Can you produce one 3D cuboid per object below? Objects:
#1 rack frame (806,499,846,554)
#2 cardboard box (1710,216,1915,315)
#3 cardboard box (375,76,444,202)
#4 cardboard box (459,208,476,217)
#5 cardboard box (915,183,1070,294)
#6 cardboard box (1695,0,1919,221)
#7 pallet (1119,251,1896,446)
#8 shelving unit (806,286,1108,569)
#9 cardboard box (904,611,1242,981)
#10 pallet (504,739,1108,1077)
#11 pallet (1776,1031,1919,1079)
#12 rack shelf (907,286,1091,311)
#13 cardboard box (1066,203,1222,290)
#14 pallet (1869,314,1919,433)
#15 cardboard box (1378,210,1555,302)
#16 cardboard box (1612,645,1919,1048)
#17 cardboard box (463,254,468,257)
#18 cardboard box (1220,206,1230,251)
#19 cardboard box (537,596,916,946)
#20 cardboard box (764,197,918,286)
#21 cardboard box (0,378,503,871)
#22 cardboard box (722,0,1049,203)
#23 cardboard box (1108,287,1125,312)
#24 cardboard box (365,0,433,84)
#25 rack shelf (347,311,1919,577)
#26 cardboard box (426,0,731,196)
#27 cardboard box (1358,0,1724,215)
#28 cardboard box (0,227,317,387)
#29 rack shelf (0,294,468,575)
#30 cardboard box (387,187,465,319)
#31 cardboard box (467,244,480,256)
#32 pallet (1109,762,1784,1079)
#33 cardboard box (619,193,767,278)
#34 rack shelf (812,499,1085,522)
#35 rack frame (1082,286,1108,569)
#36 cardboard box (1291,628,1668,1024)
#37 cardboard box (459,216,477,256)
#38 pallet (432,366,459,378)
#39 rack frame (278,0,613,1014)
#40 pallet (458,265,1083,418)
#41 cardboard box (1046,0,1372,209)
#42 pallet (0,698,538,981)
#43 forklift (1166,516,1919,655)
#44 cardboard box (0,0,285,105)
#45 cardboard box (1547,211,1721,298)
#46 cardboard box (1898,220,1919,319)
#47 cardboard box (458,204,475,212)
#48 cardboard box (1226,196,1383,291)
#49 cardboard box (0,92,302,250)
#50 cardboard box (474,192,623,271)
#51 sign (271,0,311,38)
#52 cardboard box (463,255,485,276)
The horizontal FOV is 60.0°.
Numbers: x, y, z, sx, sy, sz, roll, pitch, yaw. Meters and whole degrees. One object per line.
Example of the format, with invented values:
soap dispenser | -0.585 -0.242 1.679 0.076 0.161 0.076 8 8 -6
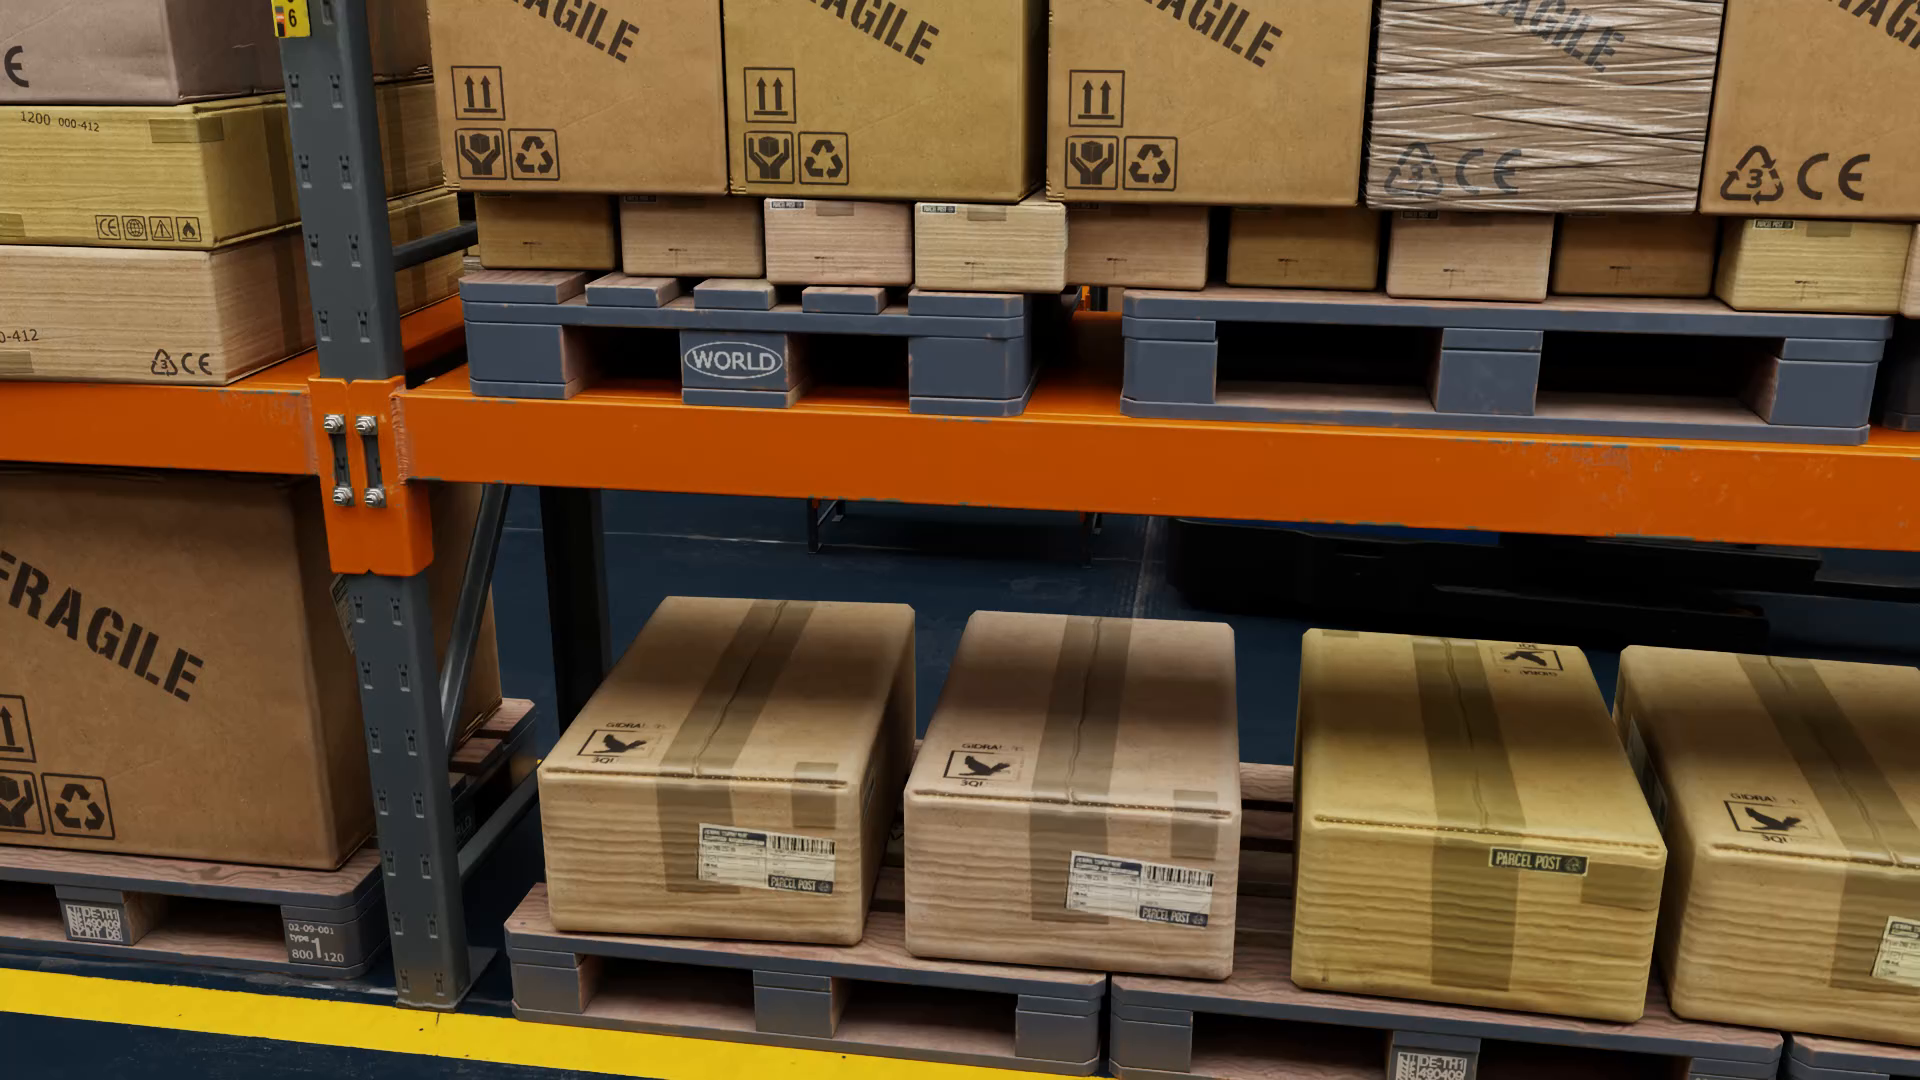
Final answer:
rack frame | -0.509 -0.559 6.202 0.032 1.125 0.500 3 19 9
cardboard box | 1.374 -0.486 2.762 0.250 0.149 0.380 3 19 9
cardboard box | -1.479 -0.881 3.657 0.500 0.250 0.500 3 19 8
cardboard box | -2.490 -1.710 8.941 0.250 0.149 0.380 3 19 9
cardboard box | 0.078 -0.544 2.936 0.250 0.149 0.380 3 19 9
cardboard box | 1.440 -0.802 2.685 0.500 0.500 0.500 4 19 11
pallet | 0.943 -0.434 3.176 1.213 0.211 1.003 3 19 9
shelving unit | -0.007 -0.534 6.126 1.048 1.125 0.538 3 19 9
cardboard box | 0.268 0.501 3.557 0.625 0.372 0.950 3 19 8
pallet | -0.247 0.750 3.728 1.213 0.211 1.003 3 19 9
pallet | 2.162 0.873 3.361 1.213 0.211 1.003 3 19 9
rack shelf | -0.007 -0.811 6.033 1.000 0.278 0.538 3 19 9
cardboard box | 0.329 -0.556 2.973 0.250 0.149 0.380 4 19 12
pallet | 2.200 -0.404 3.085 1.213 0.211 1.003 3 19 9
cardboard box | 0.861 -0.521 2.866 0.250 0.149 0.380 4 19 10
cardboard box | 1.703 0.576 3.335 0.625 0.372 0.950 4 19 12
cardboard box | -2.723 -1.237 8.551 0.500 0.500 0.500 2 19 7
cardboard box | 0.624 -0.683 3.351 0.250 0.149 0.380 3 19 9
cardboard box | -0.462 0.467 3.661 0.625 0.372 0.950 2 19 5
cardboard box | -0.190 -0.564 2.997 0.250 0.149 0.380 2 19 5
cardboard box | -1.687 0.136 3.857 0.875 0.875 0.875 3 19 8
cardboard box | -0.095 -0.880 2.919 0.500 0.500 0.500 4 19 11
cardboard box | 1.026 -1.174 8.165 0.625 0.625 0.875 4 19 10
cardboard box | -1.466 -1.235 3.533 0.500 0.500 0.500 2 19 7
rack shelf | 0.957 -0.170 3.218 4.000 0.370 1.077 3 19 9
cardboard box | -0.611 -0.904 2.991 0.500 0.500 0.500 2 19 7
cardboard box | 0.923 -0.828 2.763 0.500 0.500 0.500 2 19 7
cardboard box | -1.559 -0.485 3.261 0.500 0.250 0.500 2 19 7
rack shelf | -2.993 -0.371 3.820 4.000 0.370 1.077 3 19 9
cardboard box | -1.461 -0.644 3.738 0.500 0.250 0.500 3 19 8
cardboard box | -2.302 -1.538 8.427 0.250 0.149 0.380 3 19 9
pallet | 0.954 0.812 3.542 1.213 0.211 1.003 3 19 9
cardboard box | -0.453 -0.593 3.081 0.250 0.149 0.380 2 19 5
rack shelf | -0.007 -0.302 6.203 1.000 0.278 0.538 3 19 9
rack frame | 0.495 -0.508 6.049 0.032 1.125 0.500 3 19 9
cardboard box | 1.016 0.541 3.438 0.625 0.372 0.950 4 19 10
cardboard box | -2.573 -1.542 8.441 0.250 0.149 0.380 4 19 11
pallet | -2.167 -0.956 8.829 1.213 0.211 1.003 3 19 9
rack frame | -1.018 -0.612 3.405 0.127 3.000 1.000 3 19 9
pallet | -0.298 -0.518 3.428 1.003 0.211 1.213 3 19 9
cardboard box | 0.430 -0.856 2.845 0.500 0.500 0.500 3 19 10
pallet | -1.785 0.647 4.036 1.213 0.211 1.003 3 19 9
forklift | 2.277 -1.196 5.259 3.031 2.935 1.130 5 19 14
cardboard box | -1.570 -1.078 3.063 0.500 0.500 0.500 2 19 7
cardboard box | 1.131 -0.531 2.898 0.250 0.149 0.380 2 19 7
cardboard box | 1.609 -0.462 2.691 0.250 0.149 0.380 3 19 9
cardboard box | -2.752 -1.705 8.927 0.250 0.149 0.380 3 19 10
cardboard box | 0.614 -0.554 2.967 0.250 0.149 0.380 4 19 11
cardboard box | -1.537 -0.723 3.184 0.500 0.250 0.500 3 19 8
cardboard box | -0.727 -0.617 3.155 0.250 0.149 0.380 2 19 5
sign | -1.103 -0.987 2.701 0.005 0.325 0.100 3 19 9
cardboard box | -2.212 -1.209 8.467 0.500 0.500 0.500 2 19 7
